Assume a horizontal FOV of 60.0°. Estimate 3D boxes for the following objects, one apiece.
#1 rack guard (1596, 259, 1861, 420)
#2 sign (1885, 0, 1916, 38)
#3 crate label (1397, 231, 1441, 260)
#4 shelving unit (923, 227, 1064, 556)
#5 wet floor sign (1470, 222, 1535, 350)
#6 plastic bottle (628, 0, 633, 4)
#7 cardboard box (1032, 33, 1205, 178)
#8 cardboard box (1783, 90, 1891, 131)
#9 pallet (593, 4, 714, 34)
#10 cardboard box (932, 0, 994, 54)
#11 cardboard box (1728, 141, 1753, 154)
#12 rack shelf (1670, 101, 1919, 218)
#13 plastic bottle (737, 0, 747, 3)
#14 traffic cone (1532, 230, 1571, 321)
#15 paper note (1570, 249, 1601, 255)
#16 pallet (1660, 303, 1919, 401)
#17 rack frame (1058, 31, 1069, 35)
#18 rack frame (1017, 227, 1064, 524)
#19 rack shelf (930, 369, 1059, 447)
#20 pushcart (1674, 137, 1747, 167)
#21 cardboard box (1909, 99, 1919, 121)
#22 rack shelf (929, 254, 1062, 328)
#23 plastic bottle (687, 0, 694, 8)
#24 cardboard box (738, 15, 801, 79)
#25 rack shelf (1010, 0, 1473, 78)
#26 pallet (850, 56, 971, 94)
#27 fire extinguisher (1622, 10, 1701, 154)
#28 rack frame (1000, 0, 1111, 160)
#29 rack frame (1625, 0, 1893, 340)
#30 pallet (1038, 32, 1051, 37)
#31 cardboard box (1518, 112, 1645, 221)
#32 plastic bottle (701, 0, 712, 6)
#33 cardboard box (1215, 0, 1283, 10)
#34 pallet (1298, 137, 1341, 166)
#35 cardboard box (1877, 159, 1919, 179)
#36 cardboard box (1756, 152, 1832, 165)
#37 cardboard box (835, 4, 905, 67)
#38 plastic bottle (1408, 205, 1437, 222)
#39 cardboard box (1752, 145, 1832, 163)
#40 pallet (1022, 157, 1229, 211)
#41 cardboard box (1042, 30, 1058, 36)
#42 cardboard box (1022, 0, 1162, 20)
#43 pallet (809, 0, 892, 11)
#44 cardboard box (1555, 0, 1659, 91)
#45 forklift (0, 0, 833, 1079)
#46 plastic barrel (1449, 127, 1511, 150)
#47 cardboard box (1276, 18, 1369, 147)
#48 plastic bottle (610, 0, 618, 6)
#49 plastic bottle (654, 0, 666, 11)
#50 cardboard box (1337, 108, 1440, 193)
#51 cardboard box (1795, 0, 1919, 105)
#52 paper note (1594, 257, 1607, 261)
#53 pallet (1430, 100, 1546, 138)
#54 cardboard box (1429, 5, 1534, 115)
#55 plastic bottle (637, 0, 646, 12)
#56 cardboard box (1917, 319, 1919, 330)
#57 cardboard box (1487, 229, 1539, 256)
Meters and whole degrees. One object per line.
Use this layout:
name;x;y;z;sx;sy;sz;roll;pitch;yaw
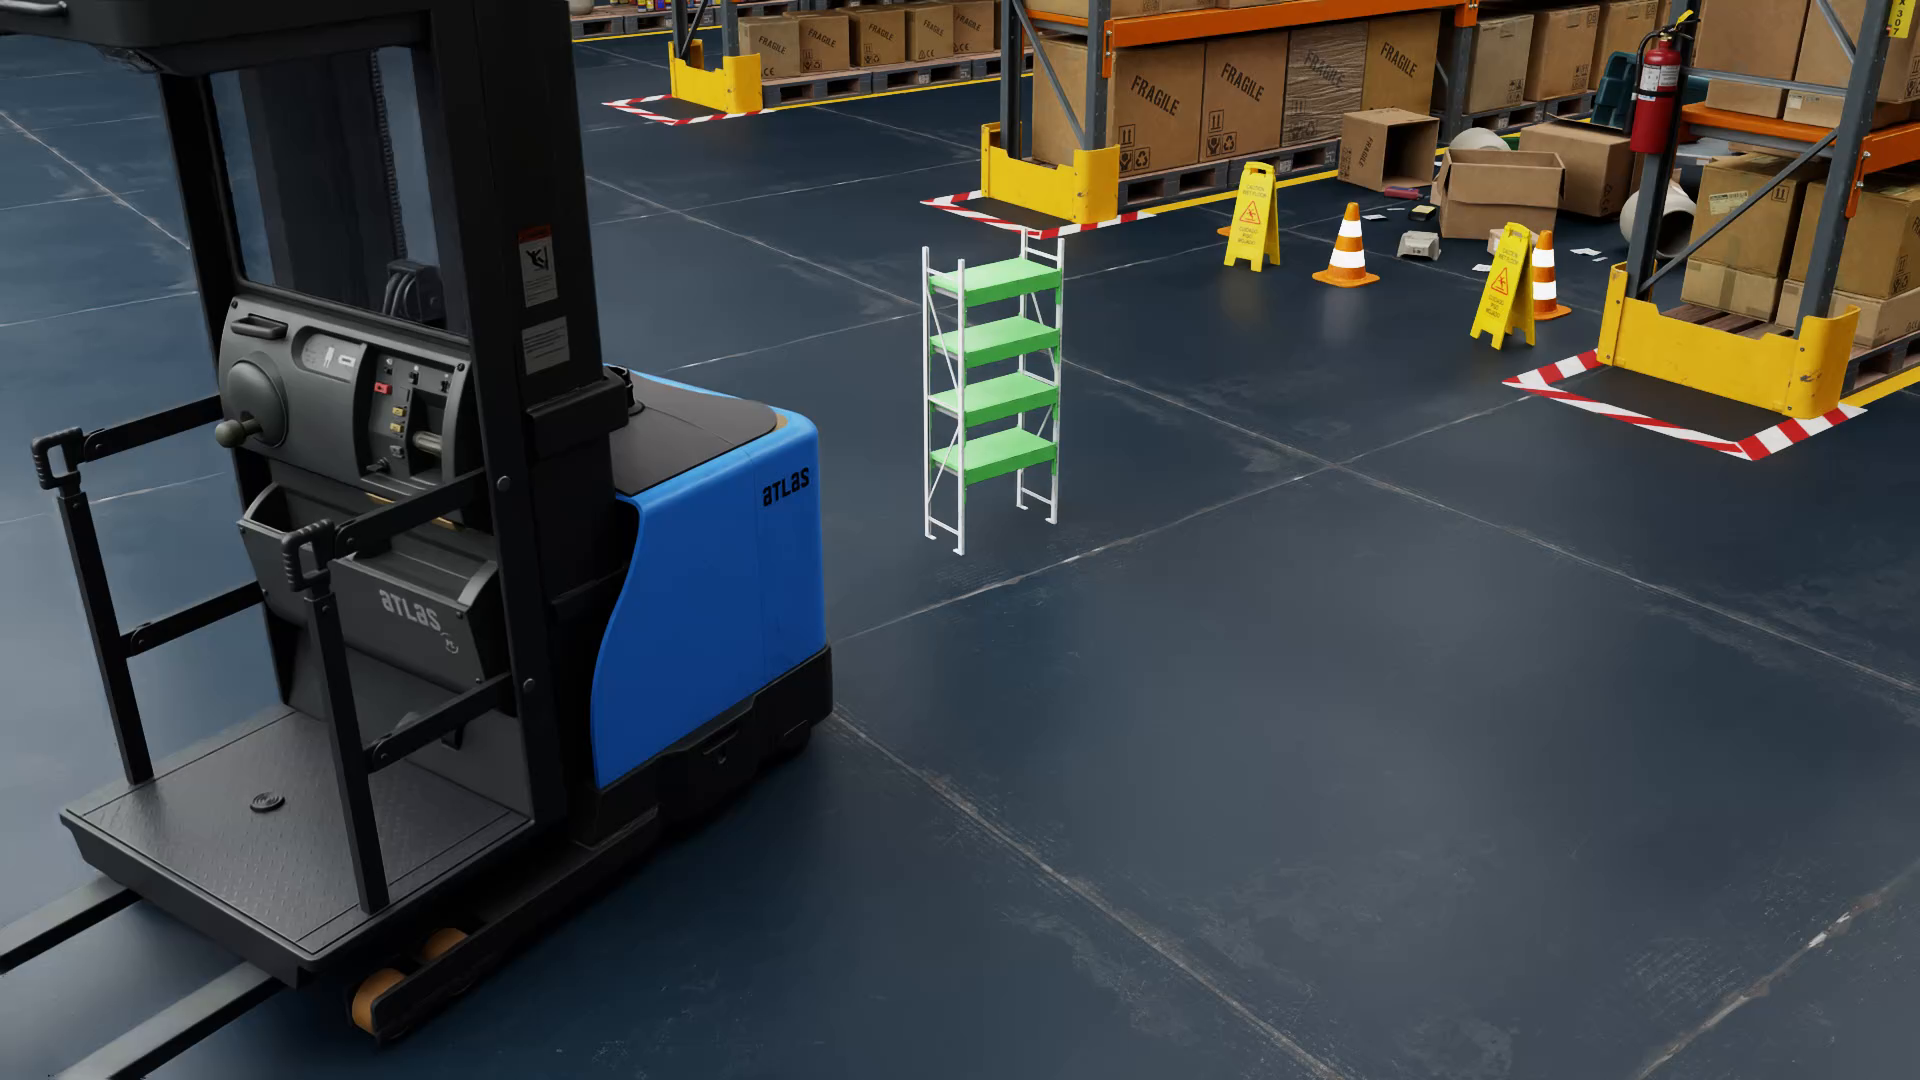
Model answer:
rack guard;3.838;-1.033;8.382;0.348;0.500;1.175;-18;31;-34
sign;4.113;-2.360;7.244;0.005;0.325;0.100;-18;31;-34
crate label;2.948;-1.892;10.664;0.250;0.136;0.298;10;27;20
shelving unit;0.130;-0.587;6.590;0.503;1.200;0.258;-18;31;-34
wet floor sign;2.968;-1.384;8.966;0.232;0.644;0.267;-8;26;-16
plastic bottle;-4.003;-6.714;20.365;0.135;0.276;0.152;-18;30;-34
cardboard box;1.137;-3.185;12.075;0.875;0.875;0.875;-18;30;-34
cardboard box;4.173;-2.053;7.908;0.250;0.149;0.380;-18;30;-34
pallet;-3.761;-6.366;20.215;1.213;0.211;1.003;-18;31;-34
cardboard box;0.025;-5.284;17.042;0.500;0.500;0.500;-9;26;-18
cardboard box;5.804;-2.978;11.673;0.500;0.500;0.500;-18;31;-34
rack shelf;5.352;-2.340;9.084;4.000;0.370;1.077;-18;31;-34
plastic bottle;-2.726;-6.795;20.452;0.185;0.351;0.144;-20;32;-37
traffic cone;3.320;-1.535;9.509;0.334;0.463;0.336;-18;31;-34
paper note;4.055;-1.871;10.759;0.142;0.019;0.148;-8;26;-16
pallet;4.499;-1.101;8.872;1.213;0.211;1.003;-18;31;-34
rack frame;0.811;-6.469;17.126;0.127;3.000;1.000;-18;31;-34
rack frame;0.322;-0.651;6.727;0.015;1.200;0.240;-18;31;-34
rack shelf;0.130;-0.529;6.617;0.480;0.148;0.258;-18;31;-34
pushcart;5.479;-2.739;12.203;1.648;0.377;0.936;15;29;29
cardboard box;4.622;-2.165;8.150;0.250;0.149;0.380;-19;31;-36
rack shelf;0.130;-0.965;6.415;0.480;0.148;0.258;-18;31;-34
plastic bottle;-3.266;-6.568;20.058;0.097;0.271;0.097;0;25;0
cardboard box;-1.835;-4.643;15.662;0.500;0.500;0.500;-12;28;-25
rack shelf;2.218;-3.954;12.561;4.000;0.370;1.077;-18;31;-34
pallet;-0.657;-4.699;16.625;1.213;0.211;1.003;-18;31;-34
fire extinguisher;3.404;-2.235;8.094;0.183;0.674;0.296;-18;31;-34
rack frame;0.644;-3.761;11.290;0.127;3.000;1.000;-18;31;-34
rack frame;3.778;-2.147;7.813;0.127;3.000;1.000;-18;31;-34
pallet;1.422;-5.407;18.150;1.213;0.211;1.003;-18;31;-34
cardboard box;4.329;-2.617;11.630;0.503;0.637;0.797;-18;31;-34
plastic bottle;-3.110;-6.636;20.199;0.135;0.276;0.152;-18;30;-33
cardboard box;1.846;-4.194;12.046;0.550;0.550;0.875;-18;31;-34
pallet;3.145;-3.363;13.746;1.213;0.211;1.003;-18;31;-34
cardboard box;5.011;-1.692;8.709;0.500;0.500;0.500;-20;31;-36
cardboard box;4.656;-1.862;9.075;0.500;0.500;0.500;-17;30;-32
cardboard box;-0.882;-4.966;16.358;0.500;0.500;0.500;-15;29;-29
plastic bottle;3.236;-2.288;11.606;0.133;0.061;0.283;15;29;29
cardboard box;4.495;-2.137;8.897;0.250;0.149;0.380;-17;30;-33
pallet;1.225;-2.729;12.380;1.213;0.211;1.003;-18;31;-34
cardboard box;1.307;-5.687;17.888;0.500;0.500;0.700;-21;32;-38
cardboard box;0.908;-3.940;11.498;0.550;0.550;0.875;-18;31;-34
pallet;-1.652;-7.062;21.715;1.213;0.211;1.003;-18;31;-34
cardboard box;5.719;-4.652;15.384;0.750;0.750;1.050;-18;30;-33
forklift;-1.661;-0.330;3.980;1.130;2.935;3.031;16;29;31
plastic barrel;3.846;-2.828;12.341;0.421;0.421;0.512;1;25;2
cardboard box;2.547;-3.651;13.078;0.875;0.875;0.875;-18;30;-34
plastic bottle;-4.219;-6.623;20.260;0.097;0.201;0.097;0;25;0
plastic bottle;-3.585;-6.459;19.807;0.133;0.283;0.061;-18;30;-33
cardboard box;3.203;-2.924;12.453;0.500;0.500;0.500;-13;28;-25
cardboard box;4.322;-2.359;7.797;0.500;0.500;0.500;-19;31;-35
paper note;4.079;-1.789;10.593;0.123;0.001;0.032;-18;31;-34
pallet;4.352;-3.760;14.601;1.213;0.211;1.003;-18;31;-34
cardboard box;4.225;-4.161;14.326;0.750;0.750;1.050;-18;31;-34
plastic bottle;-3.774;-6.400;19.696;0.097;0.271;0.097;0;25;0
cardboard box;4.990;-1.338;8.838;0.500;0.250;0.500;-17;30;-32
cardboard box;3.562;-1.863;10.588;0.250;0.149;0.380;-3;25;-7
